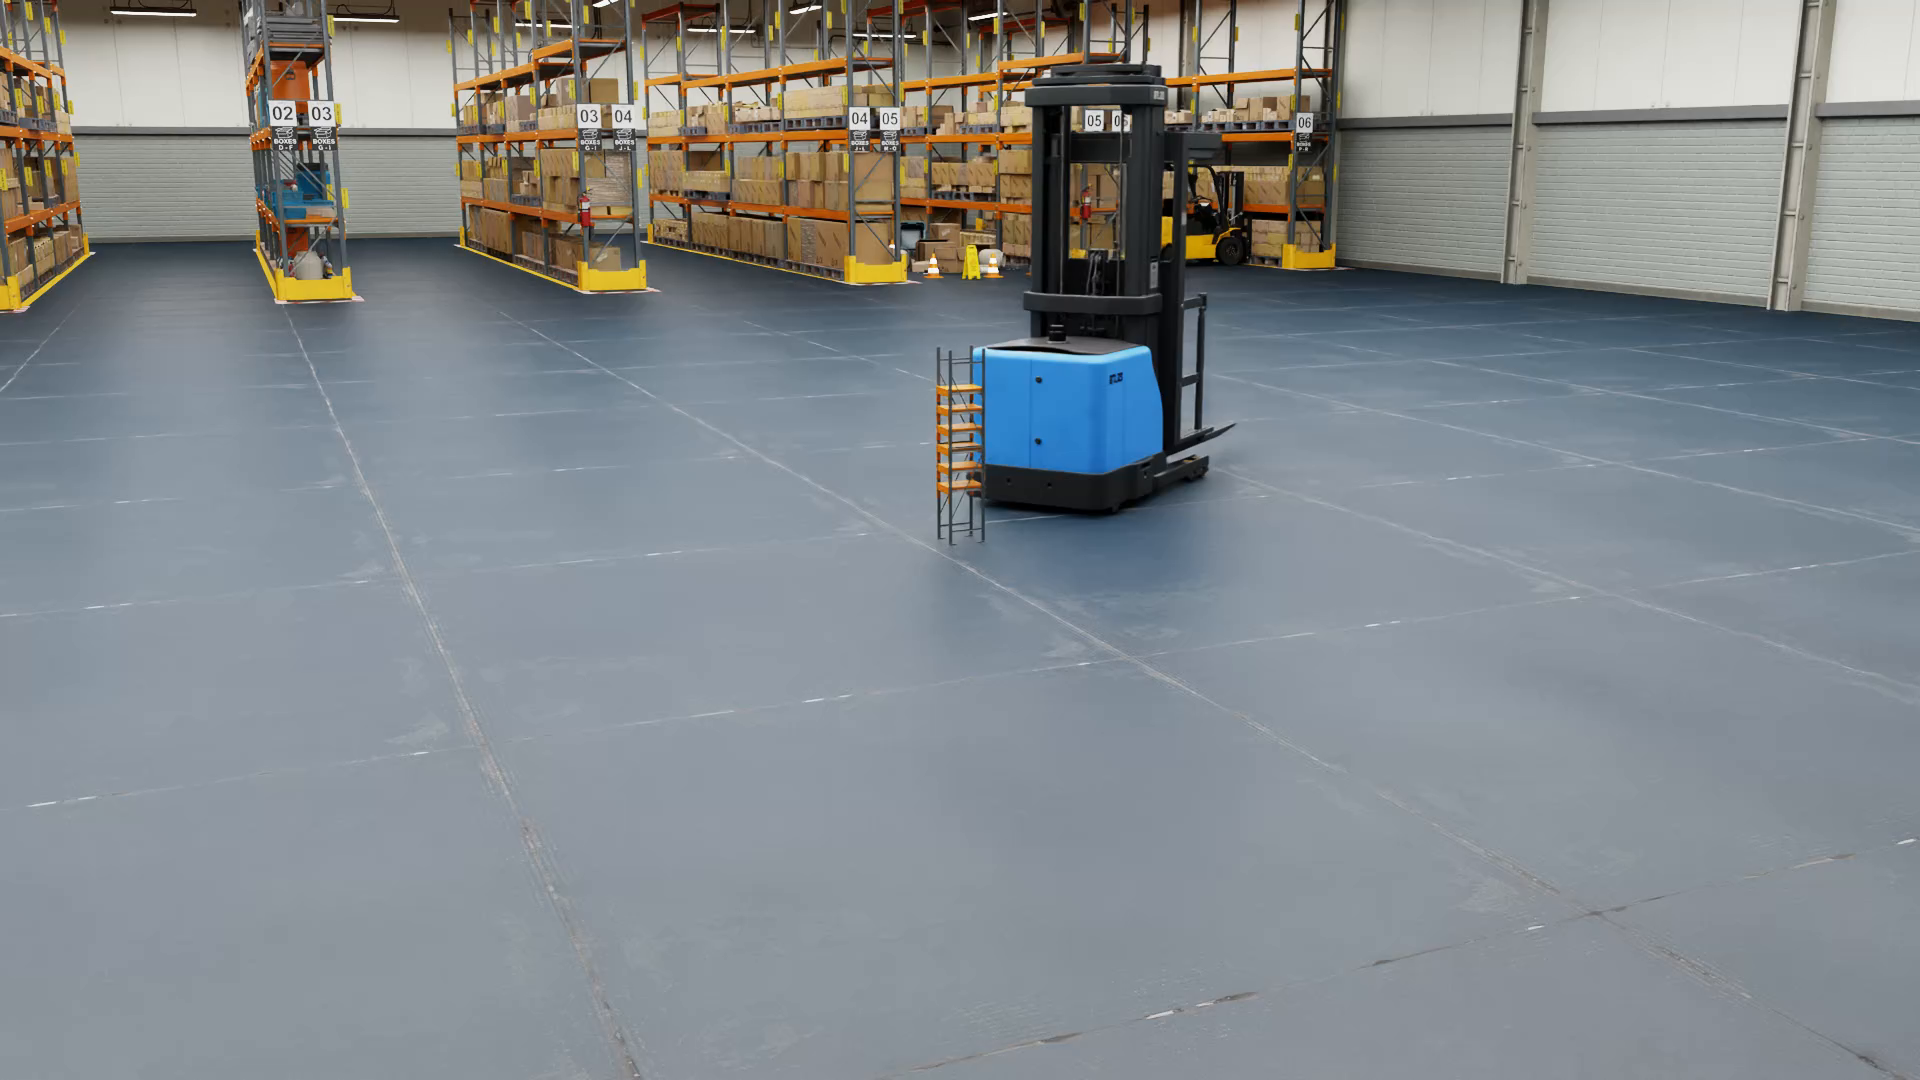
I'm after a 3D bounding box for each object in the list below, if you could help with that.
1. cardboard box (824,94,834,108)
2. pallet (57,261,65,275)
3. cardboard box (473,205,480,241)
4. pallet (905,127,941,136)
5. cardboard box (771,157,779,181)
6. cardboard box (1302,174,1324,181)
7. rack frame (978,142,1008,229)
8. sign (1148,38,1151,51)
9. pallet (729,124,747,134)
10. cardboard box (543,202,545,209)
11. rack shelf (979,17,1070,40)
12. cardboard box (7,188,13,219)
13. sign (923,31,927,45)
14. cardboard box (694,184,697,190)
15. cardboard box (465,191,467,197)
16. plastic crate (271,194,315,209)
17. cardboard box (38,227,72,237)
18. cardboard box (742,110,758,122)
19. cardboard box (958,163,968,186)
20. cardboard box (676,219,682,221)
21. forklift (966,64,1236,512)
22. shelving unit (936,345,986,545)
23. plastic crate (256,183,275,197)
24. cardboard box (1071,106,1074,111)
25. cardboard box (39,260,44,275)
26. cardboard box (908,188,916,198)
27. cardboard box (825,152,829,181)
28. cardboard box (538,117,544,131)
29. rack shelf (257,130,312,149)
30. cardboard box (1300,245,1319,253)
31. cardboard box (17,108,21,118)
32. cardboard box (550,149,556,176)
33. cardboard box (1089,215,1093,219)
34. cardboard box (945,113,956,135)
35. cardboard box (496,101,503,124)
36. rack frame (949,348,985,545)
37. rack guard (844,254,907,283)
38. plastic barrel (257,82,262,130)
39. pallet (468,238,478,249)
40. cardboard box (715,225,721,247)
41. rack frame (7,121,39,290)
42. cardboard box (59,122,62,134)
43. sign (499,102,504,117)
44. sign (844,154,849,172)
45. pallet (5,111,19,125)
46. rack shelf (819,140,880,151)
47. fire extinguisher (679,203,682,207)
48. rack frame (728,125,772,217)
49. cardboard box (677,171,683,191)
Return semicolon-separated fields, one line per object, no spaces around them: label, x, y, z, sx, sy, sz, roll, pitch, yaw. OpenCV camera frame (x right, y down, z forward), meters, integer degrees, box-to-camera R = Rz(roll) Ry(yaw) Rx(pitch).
cardboard box;-2.259;-8.336;31.602;0.500;0.250;0.500;-6;14;-23
pallet;-18.739;-5.501;33.670;1.003;0.211;1.213;-6;14;-23
cardboard box;-11.907;-8.105;42.518;0.875;0.875;0.875;-6;14;-23
pallet;-0.623;-9.989;40.641;1.213;0.211;1.003;-5;14;-20
cardboard box;-3.621;-7.940;35.587;0.700;0.500;0.500;-6;14;-24
cardboard box;7.537;-7.745;35.523;0.380;0.149;0.250;-6;14;-24
rack frame;1.025;-10.593;49.486;1.000;3.000;0.127;-6;14;-23
sign;4.737;-12.446;41.765;0.100;0.325;0.005;-6;14;-23
pallet;-4.505;-9.264;37.511;1.213;0.211;1.003;-5;14;-20
cardboard box;-7.984;-6.575;32.685;0.380;0.149;0.250;-6;14;-23
rack shelf;1.827;-14.371;46.731;1.077;0.370;4.000;-6;14;-23
cardboard box;-16.274;-5.621;27.781;0.700;0.500;0.500;-5;14;-22
sign;-0.823;-11.895;39.385;0.100;0.325;0.005;-6;14;-23
cardboard box;-6.263;-8.595;40.481;0.380;0.149;0.250;-6;14;-25
cardboard box;-12.449;-8.864;42.572;0.380;0.149;0.250;-6;14;-24
plastic crate;-12.239;-6.172;30.523;0.767;0.338;0.504;-6;14;-23
cardboard box;-20.835;-6.914;38.152;0.797;0.503;0.637;-6;14;-23
cardboard box;-4.522;-9.392;36.823;0.500;0.250;0.500;-5;14;-21
cardboard box;0.279;-8.455;38.437;0.500;0.500;0.500;-6;14;-25
cardboard box;-7.524;-8.638;45.110;0.380;0.149;0.250;-5;14;-22
forklift;1.201;-1.898;12.070;1.130;2.935;3.031;7;15;28
shelving unit;0.006;-0.582;10.222;0.258;1.200;0.189;-6;14;-23
plastic crate;-16.037;-8.062;38.453;0.392;0.384;0.575;-6;14;-23
cardboard box;2.414;-8.666;33.295;0.380;0.149;0.250;-5;14;-22
cardboard box;-17.011;-4.952;30.280;0.500;0.250;0.500;-5;14;-22
cardboard box;-0.976;-8.603;41.221;0.500;0.250;0.500;-5;14;-22
cardboard box;-2.125;-7.283;32.456;0.875;0.550;0.550;-6;14;-23
cardboard box;-7.849;-8.042;32.143;0.500;0.250;0.500;-6;14;-25
rack shelf;-13.134;-7.846;32.561;1.077;0.370;4.000;-6;14;-23
cardboard box;7.417;-6.271;35.981;0.500;0.250;0.500;-6;14;-23
cardboard box;-17.796;-7.980;30.946;0.500;0.250;0.500;-6;14;-24
cardboard box;-7.446;-7.128;31.415;0.500;0.500;0.500;-6;14;-23
cardboard box;3.597;-8.434;43.332;0.380;0.149;0.250;-6;14;-25
cardboard box;0.054;-9.804;39.205;0.700;0.500;0.500;-6;14;-23
cardboard box;-10.133;-9.600;37.393;0.500;0.500;0.500;-5;14;-20
rack frame;0.042;-0.563;10.140;0.240;1.200;0.006;-6;14;-23
rack guard;-1.597;-5.147;31.501;1.175;0.500;0.348;-6;14;-23
plastic barrel;-13.259;-8.383;32.175;0.600;0.901;0.708;-6;14;-23
pallet;-12.209;-7.732;43.309;1.003;0.211;1.213;-6;14;-23
cardboard box;-5.519;-7.230;39.567;0.500;0.500;0.500;-5;14;-21
rack frame;-16.873;-5.875;29.103;1.000;3.000;0.127;-6;14;-23
cardboard box;-20.242;-9.143;36.902;0.500;0.250;0.500;-6;14;-23
sign;-9.908;-9.299;35.922;0.100;0.325;0.005;-6;14;-23
sign;-2.110;-7.003;30.884;0.100;0.325;0.005;-6;14;-23
pallet;-16.507;-7.120;28.024;1.003;0.211;1.213;-6;14;-23
rack shelf;-2.720;-10.841;45.503;1.077;0.370;4.000;-6;14;-23
fire extinguisher;-7.694;-9.550;45.979;0.296;0.674;0.183;-6;14;-23
rack frame;-4.811;-8.023;38.382;1.000;3.000;0.127;-6;14;-23
cardboard box;-6.866;-9.117;42.230;0.500;0.500;0.500;-6;14;-23
